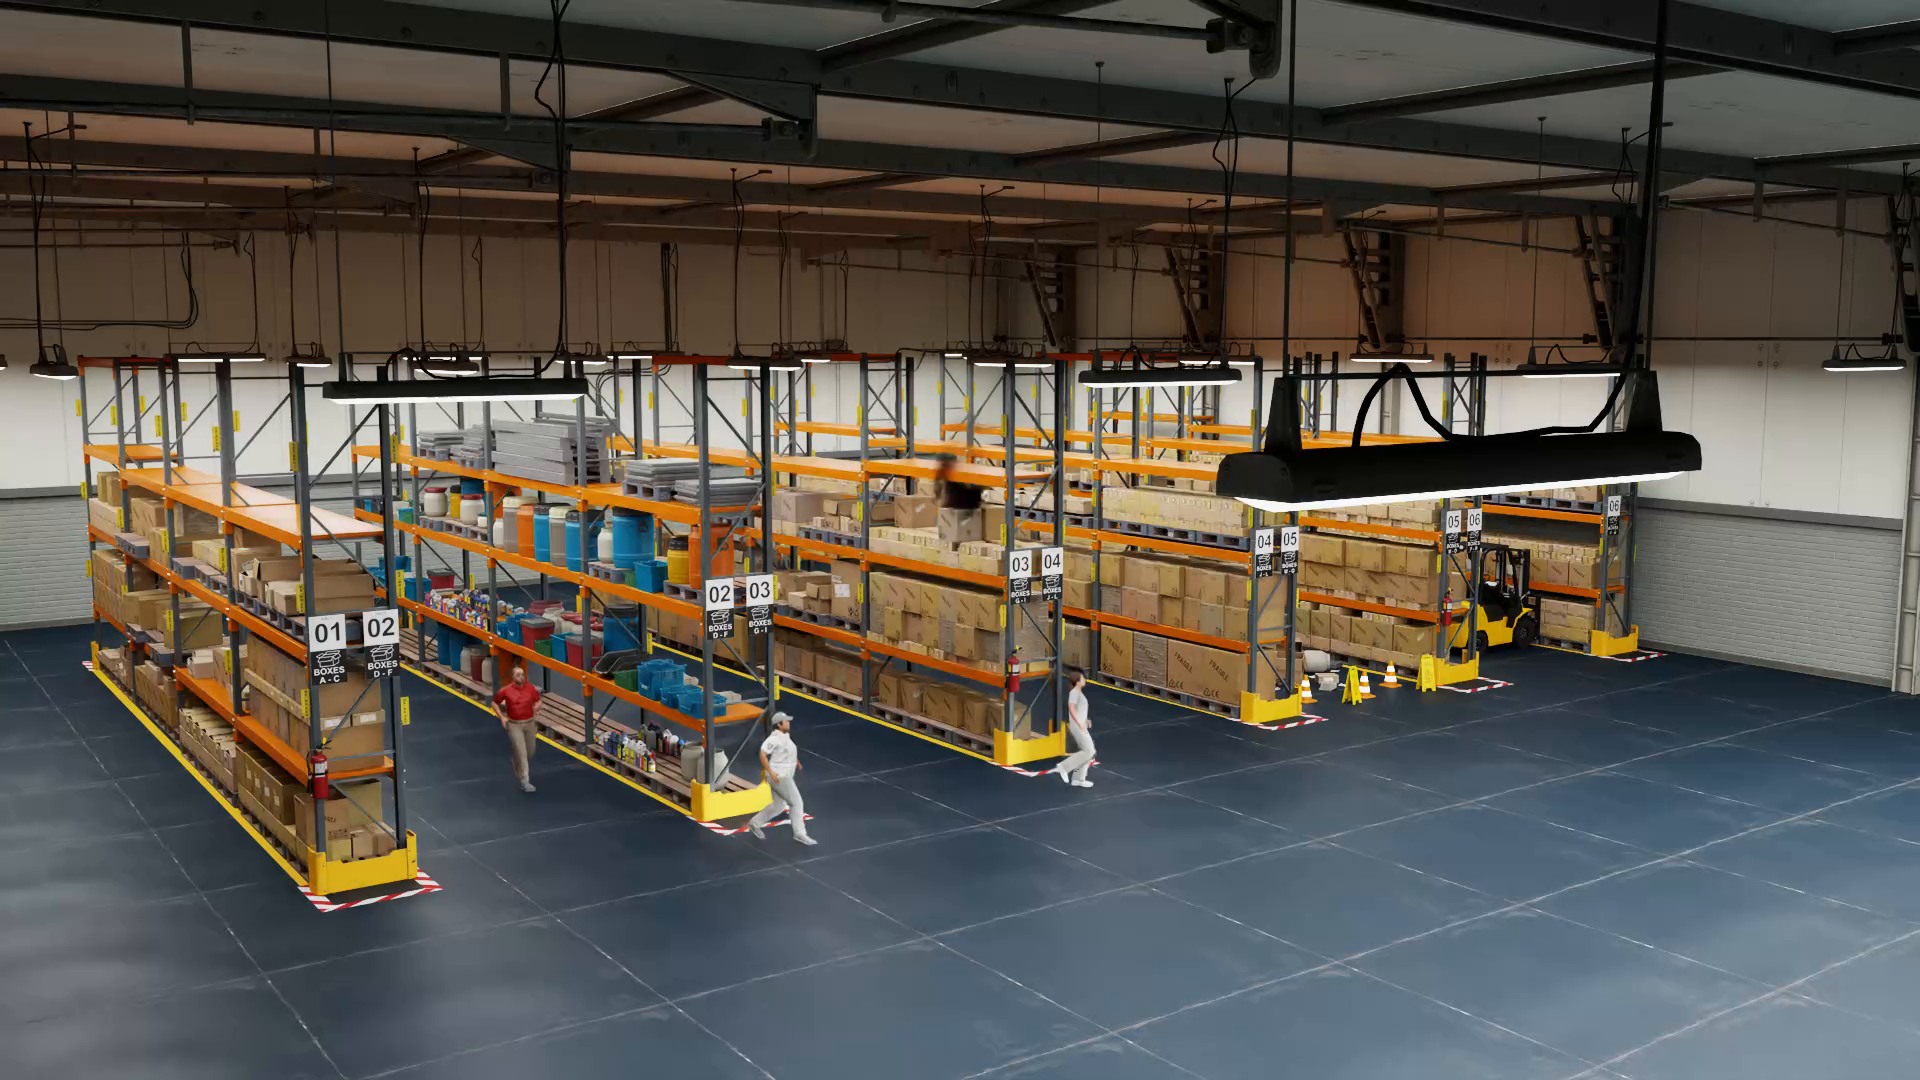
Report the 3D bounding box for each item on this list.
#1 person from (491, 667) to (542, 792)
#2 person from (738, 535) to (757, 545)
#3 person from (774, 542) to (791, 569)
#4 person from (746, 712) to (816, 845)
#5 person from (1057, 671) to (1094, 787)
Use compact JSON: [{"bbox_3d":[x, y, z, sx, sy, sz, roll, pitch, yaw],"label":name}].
[{"bbox_3d":[-6.202,2.636,23.455,0.673,1.699,0.923,-6,9,-39],"label":"person"},{"bbox_3d":[-5.347,0.493,41.273,0.857,1.678,0.674,7,10,43],"label":"person"},{"bbox_3d":[-4.377,0.402,41.604,0.641,1.839,0.761,7,10,43],"label":"person"},{"bbox_3d":[-2.252,2.989,20.919,0.892,1.661,0.608,0,7,2],"label":"person"},{"bbox_3d":[1.628,2.672,23.659,0.537,1.625,0.620,0,7,-3],"label":"person"}]
